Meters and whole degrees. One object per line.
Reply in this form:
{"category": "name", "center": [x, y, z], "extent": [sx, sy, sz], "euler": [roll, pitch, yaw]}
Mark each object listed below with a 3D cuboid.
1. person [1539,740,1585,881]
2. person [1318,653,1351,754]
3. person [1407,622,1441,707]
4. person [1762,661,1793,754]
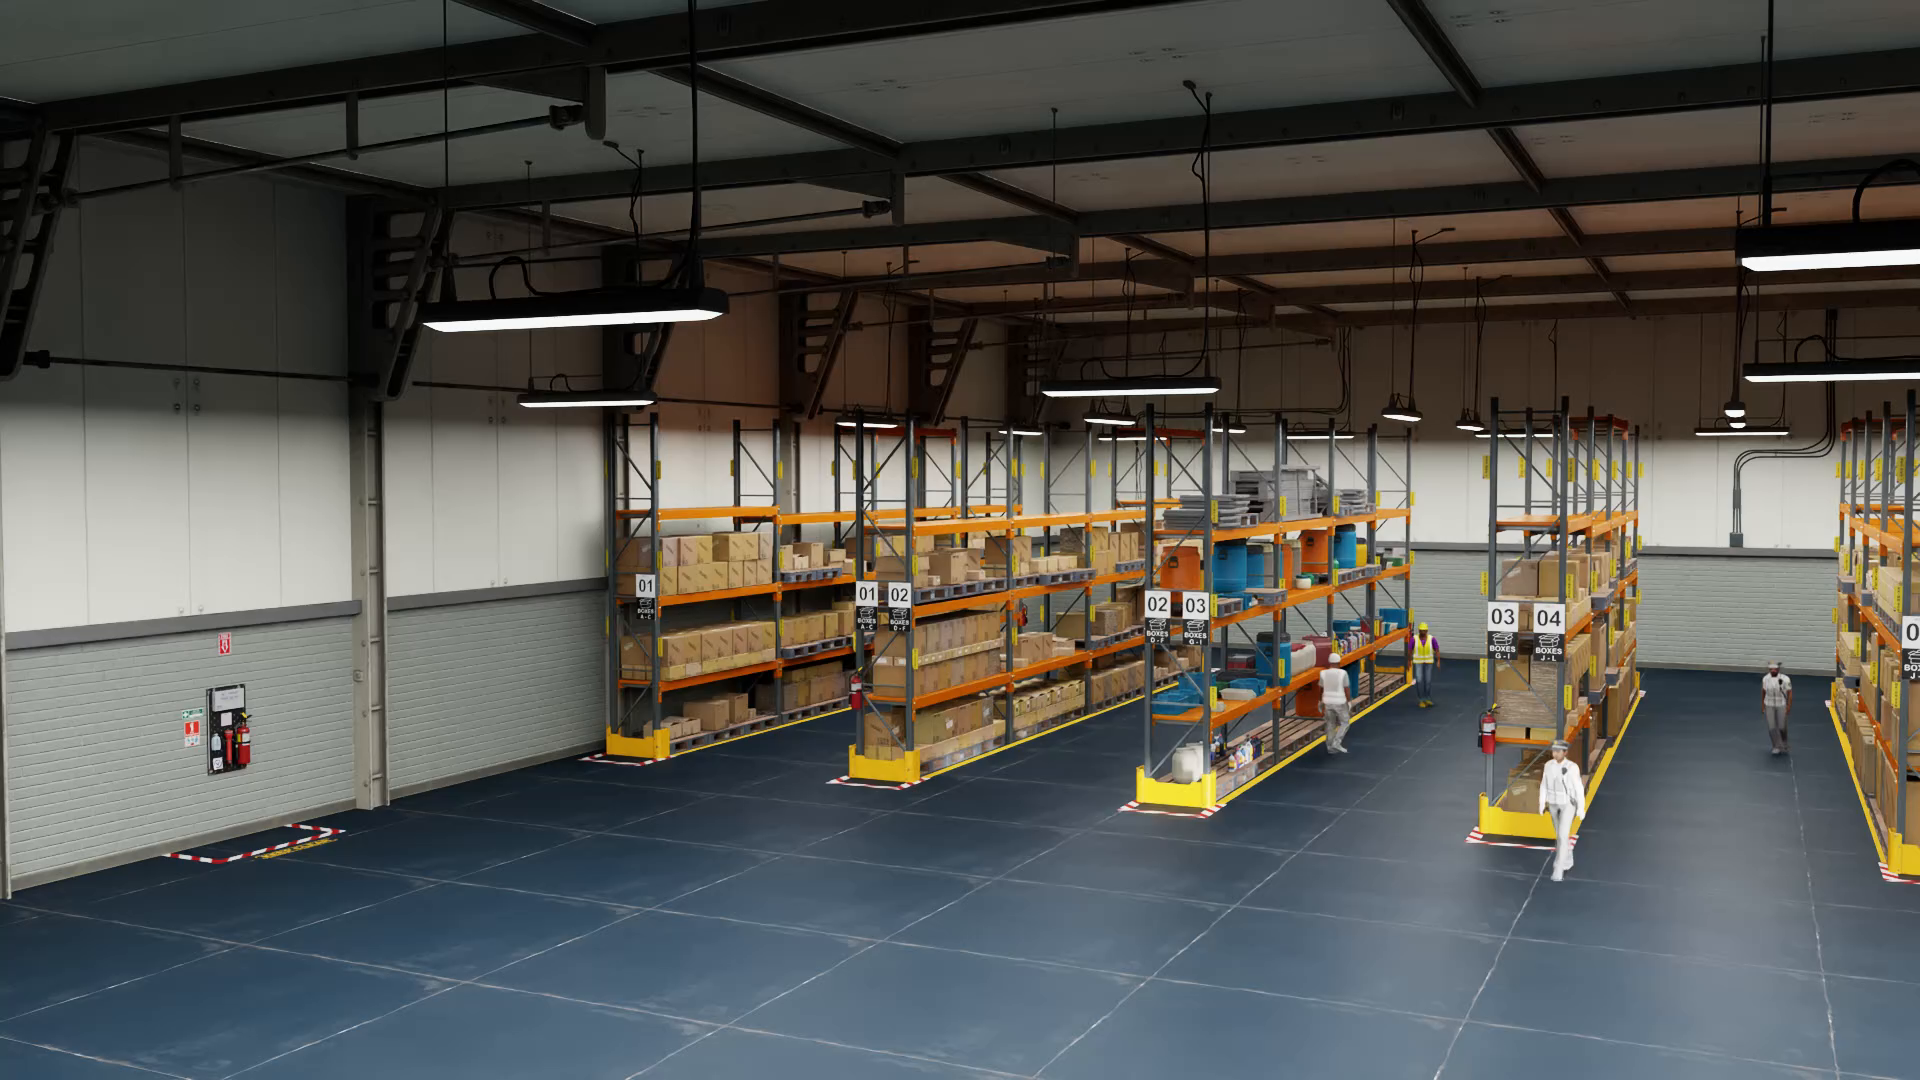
{"category": "person", "center": [7.422, 3.301, 20.601], "extent": [0.802, 1.663, 0.520], "euler": [-2, 3, -35]}
{"category": "person", "center": [6.586, 2.884, 29.280], "extent": [0.577, 1.786, 0.528], "euler": [2, 3, 36]}
{"category": "person", "center": [9.848, 2.661, 35.288], "extent": [0.679, 1.831, 0.506], "euler": [0, 2, 10]}
{"category": "person", "center": [14.495, 2.944, 29.475], "extent": [0.500, 1.654, 0.594], "euler": [2, 3, 38]}
